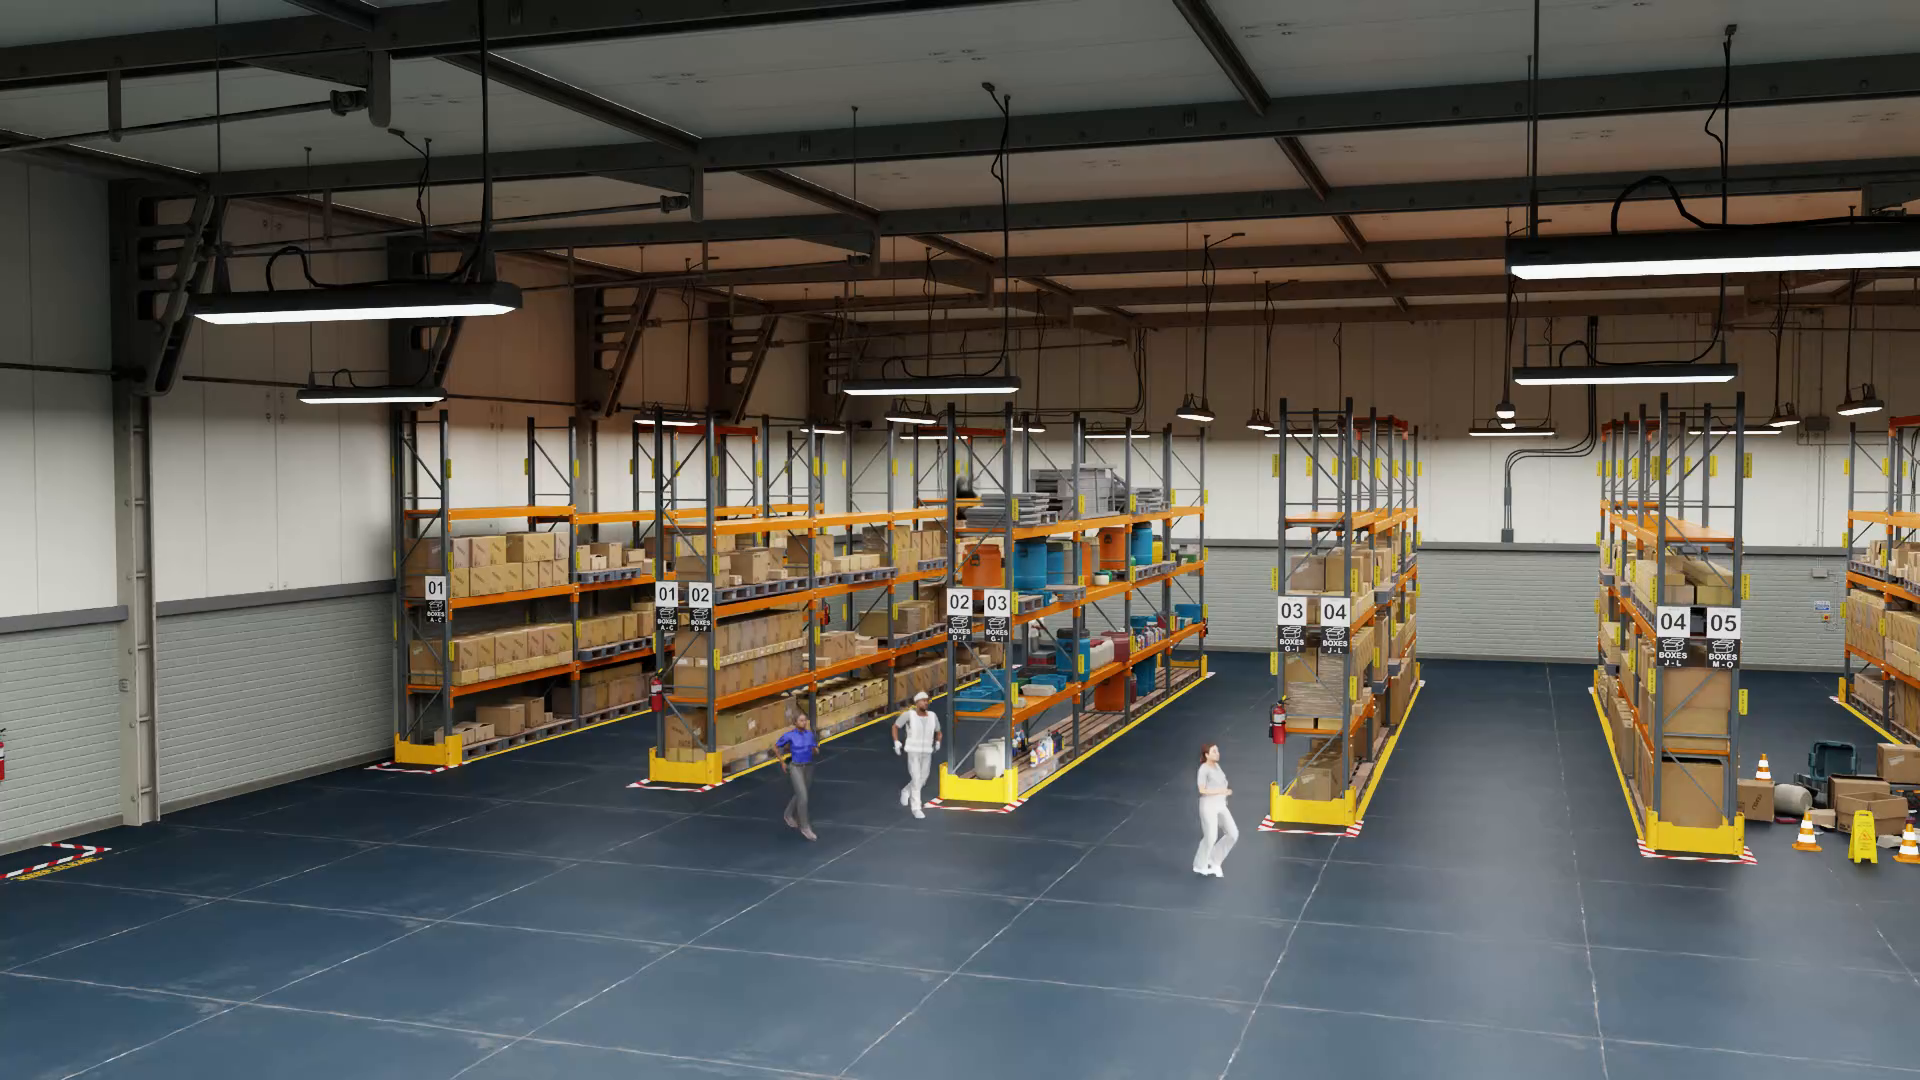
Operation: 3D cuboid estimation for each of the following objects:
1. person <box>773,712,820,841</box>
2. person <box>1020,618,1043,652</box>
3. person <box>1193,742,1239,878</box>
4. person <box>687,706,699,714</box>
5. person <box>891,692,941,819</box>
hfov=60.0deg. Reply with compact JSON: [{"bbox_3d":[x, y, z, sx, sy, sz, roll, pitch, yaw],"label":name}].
[{"bbox_3d":[-2.183,3.195,22.674,0.562,1.677,0.846,-2,3,-45],"label":"person"},{"bbox_3d":[1.616,2.262,37.674,0.546,1.796,0.736,0,2,4],"label":"person"},{"bbox_3d":[3.121,3.301,20.293,0.547,1.667,0.628,-2,3,-43],"label":"person"},{"bbox_3d":[-4.849,2.870,30.446,0.550,1.715,0.821,0,2,9],"label":"person"},{"bbox_3d":[-0.586,3.095,24.136,0.736,1.762,0.823,-1,3,-25],"label":"person"}]
